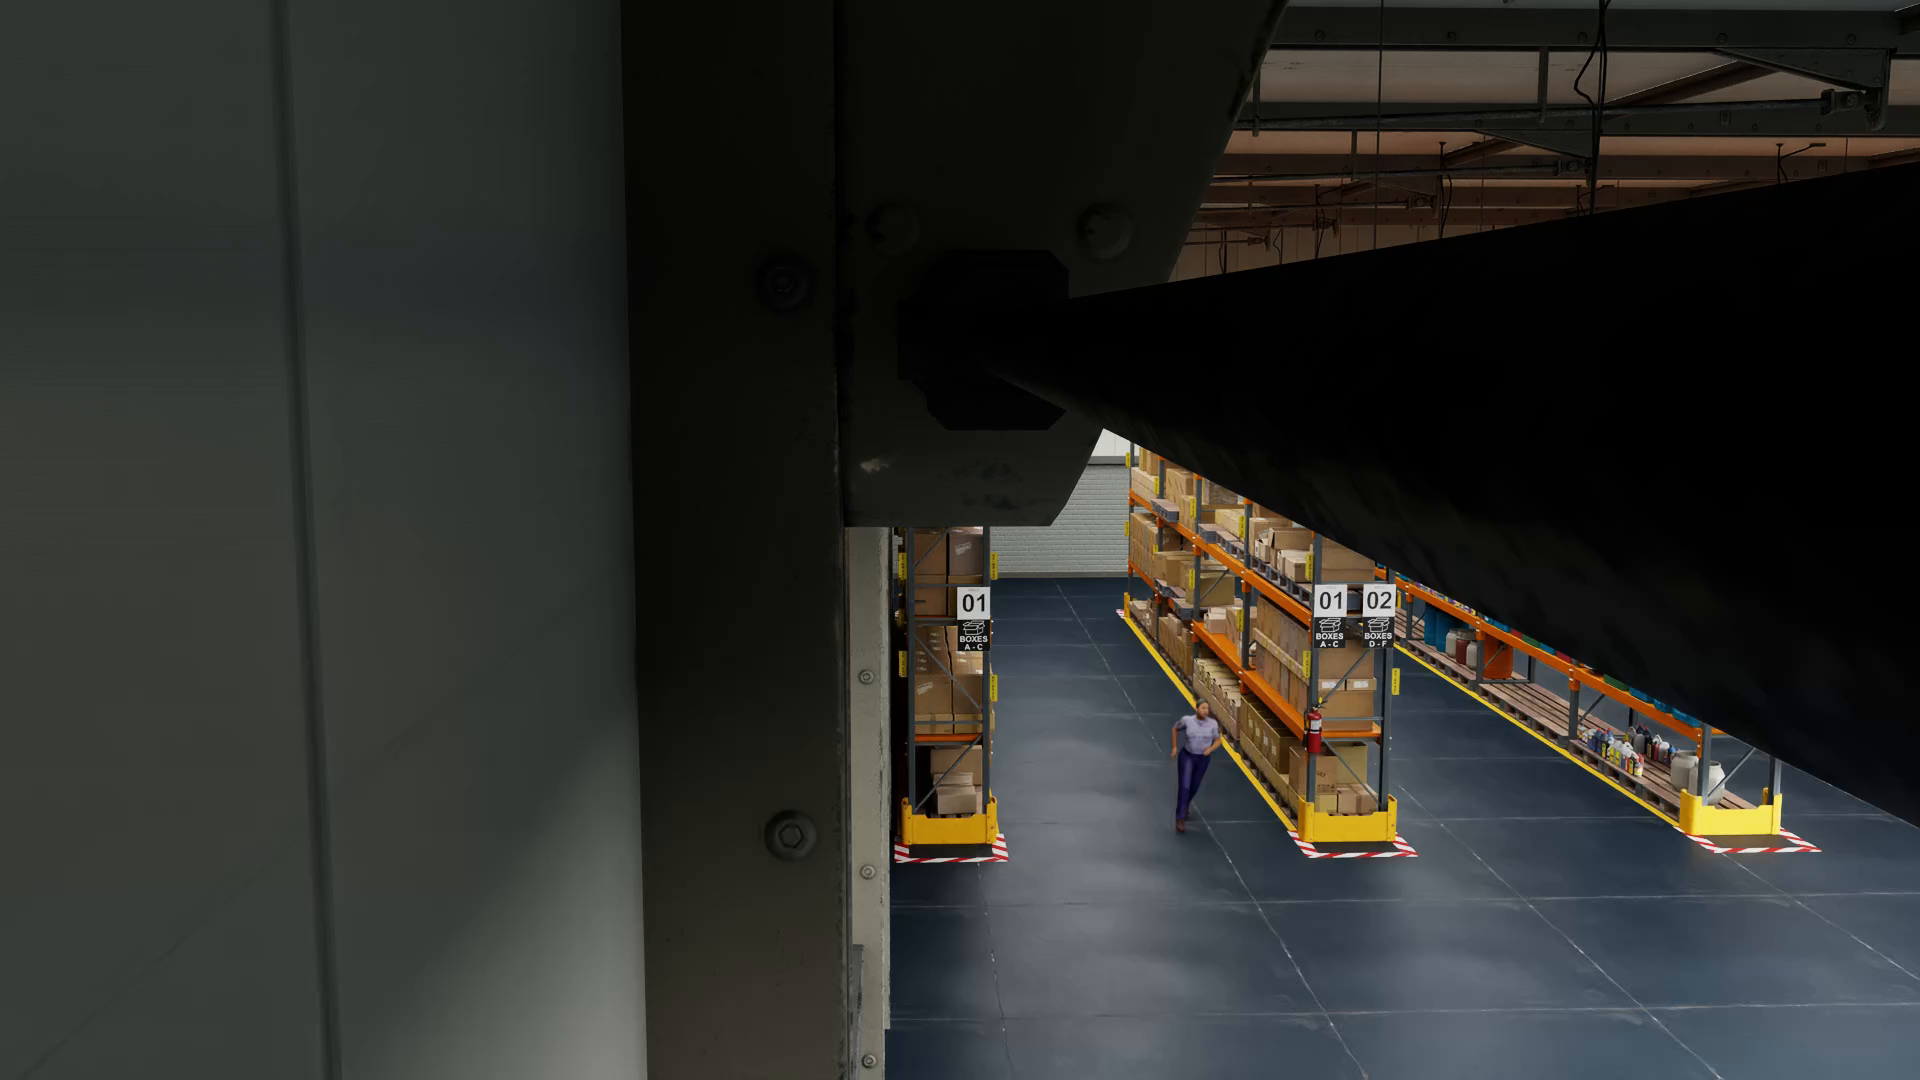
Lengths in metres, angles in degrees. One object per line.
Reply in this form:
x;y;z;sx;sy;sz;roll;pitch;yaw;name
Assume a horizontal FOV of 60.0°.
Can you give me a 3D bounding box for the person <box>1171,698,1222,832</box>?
2.999;2.797;21.149;0.644;1.605;0.940;-1;7;-4;person
